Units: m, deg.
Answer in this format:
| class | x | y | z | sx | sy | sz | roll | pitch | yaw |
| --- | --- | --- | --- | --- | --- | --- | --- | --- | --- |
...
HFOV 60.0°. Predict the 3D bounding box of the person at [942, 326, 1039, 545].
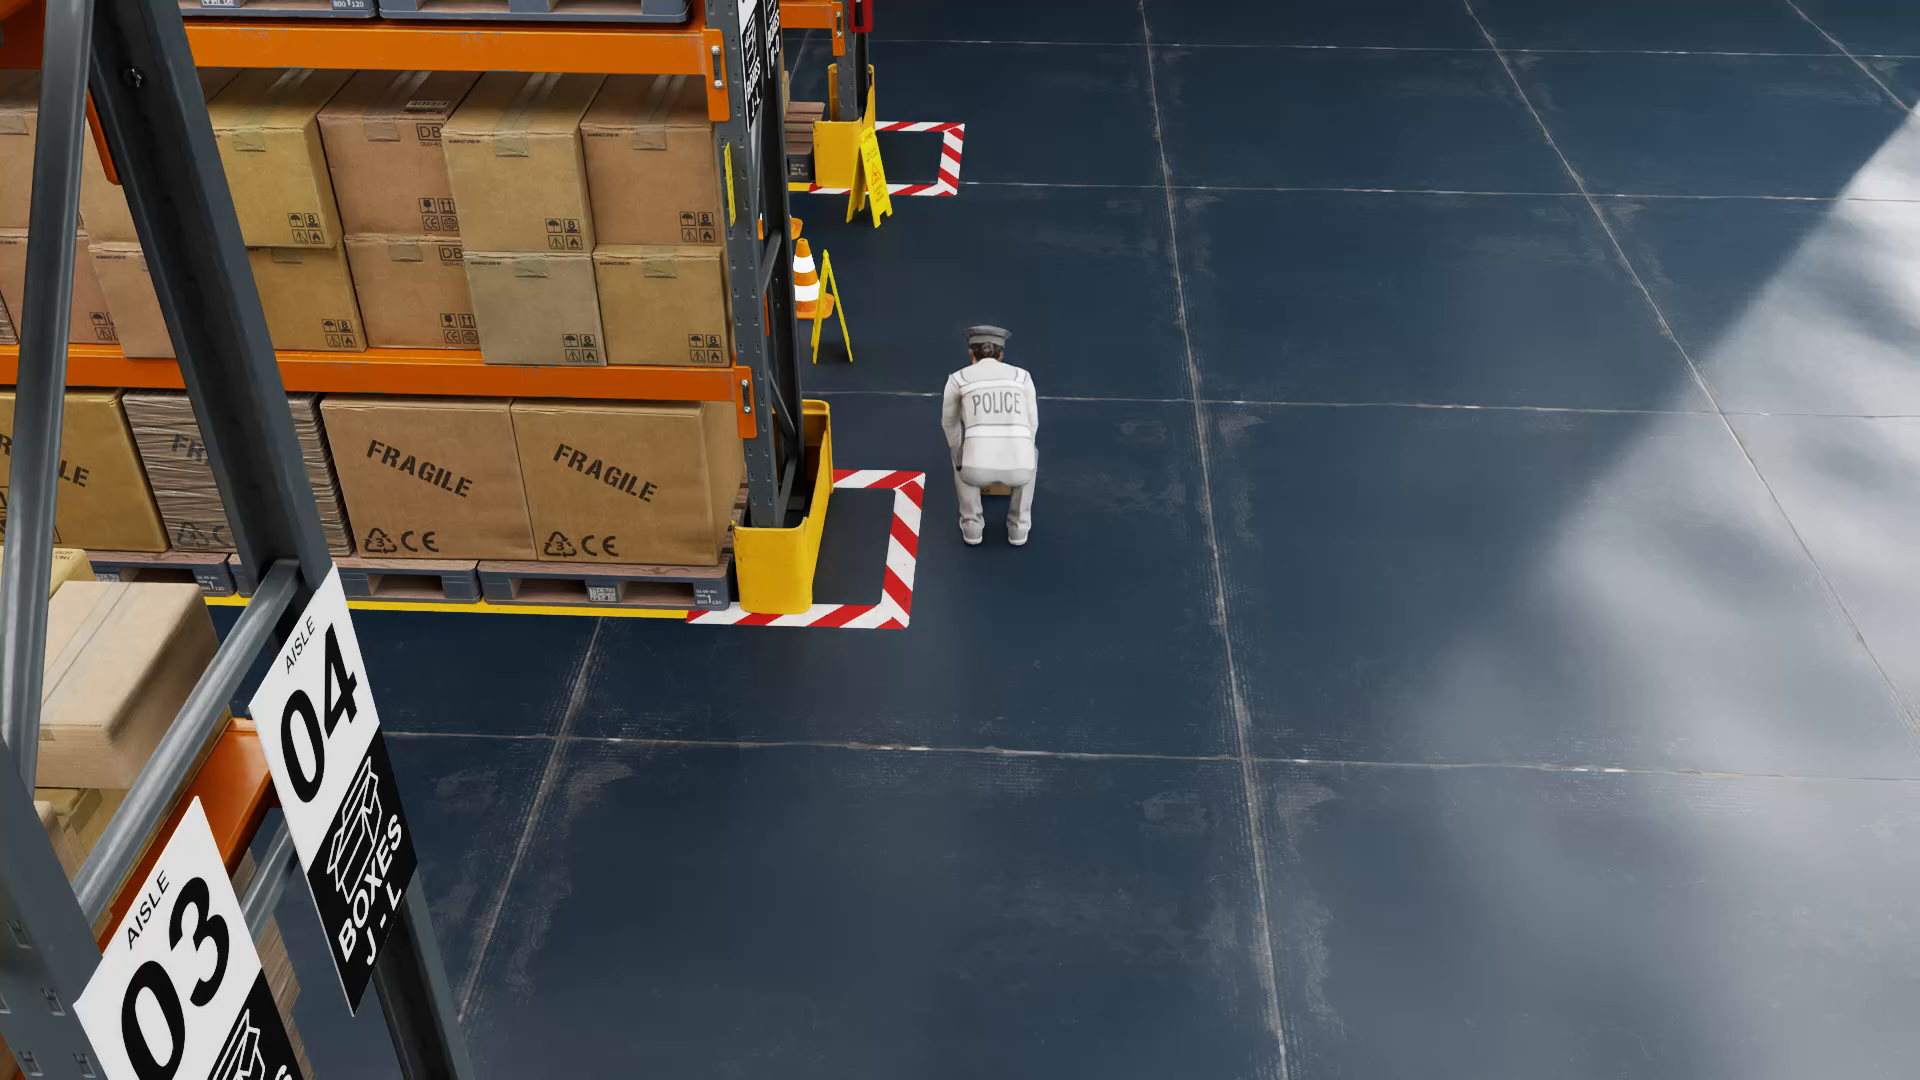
| class | x | y | z | sx | sy | sz | roll | pitch | yaw |
| --- | --- | --- | --- | --- | --- | --- | --- | --- | --- |
| person | 0.152 | -0.519 | 8.398 | 0.498 | 1.006 | 0.841 | 1 | 36 | 2 |
